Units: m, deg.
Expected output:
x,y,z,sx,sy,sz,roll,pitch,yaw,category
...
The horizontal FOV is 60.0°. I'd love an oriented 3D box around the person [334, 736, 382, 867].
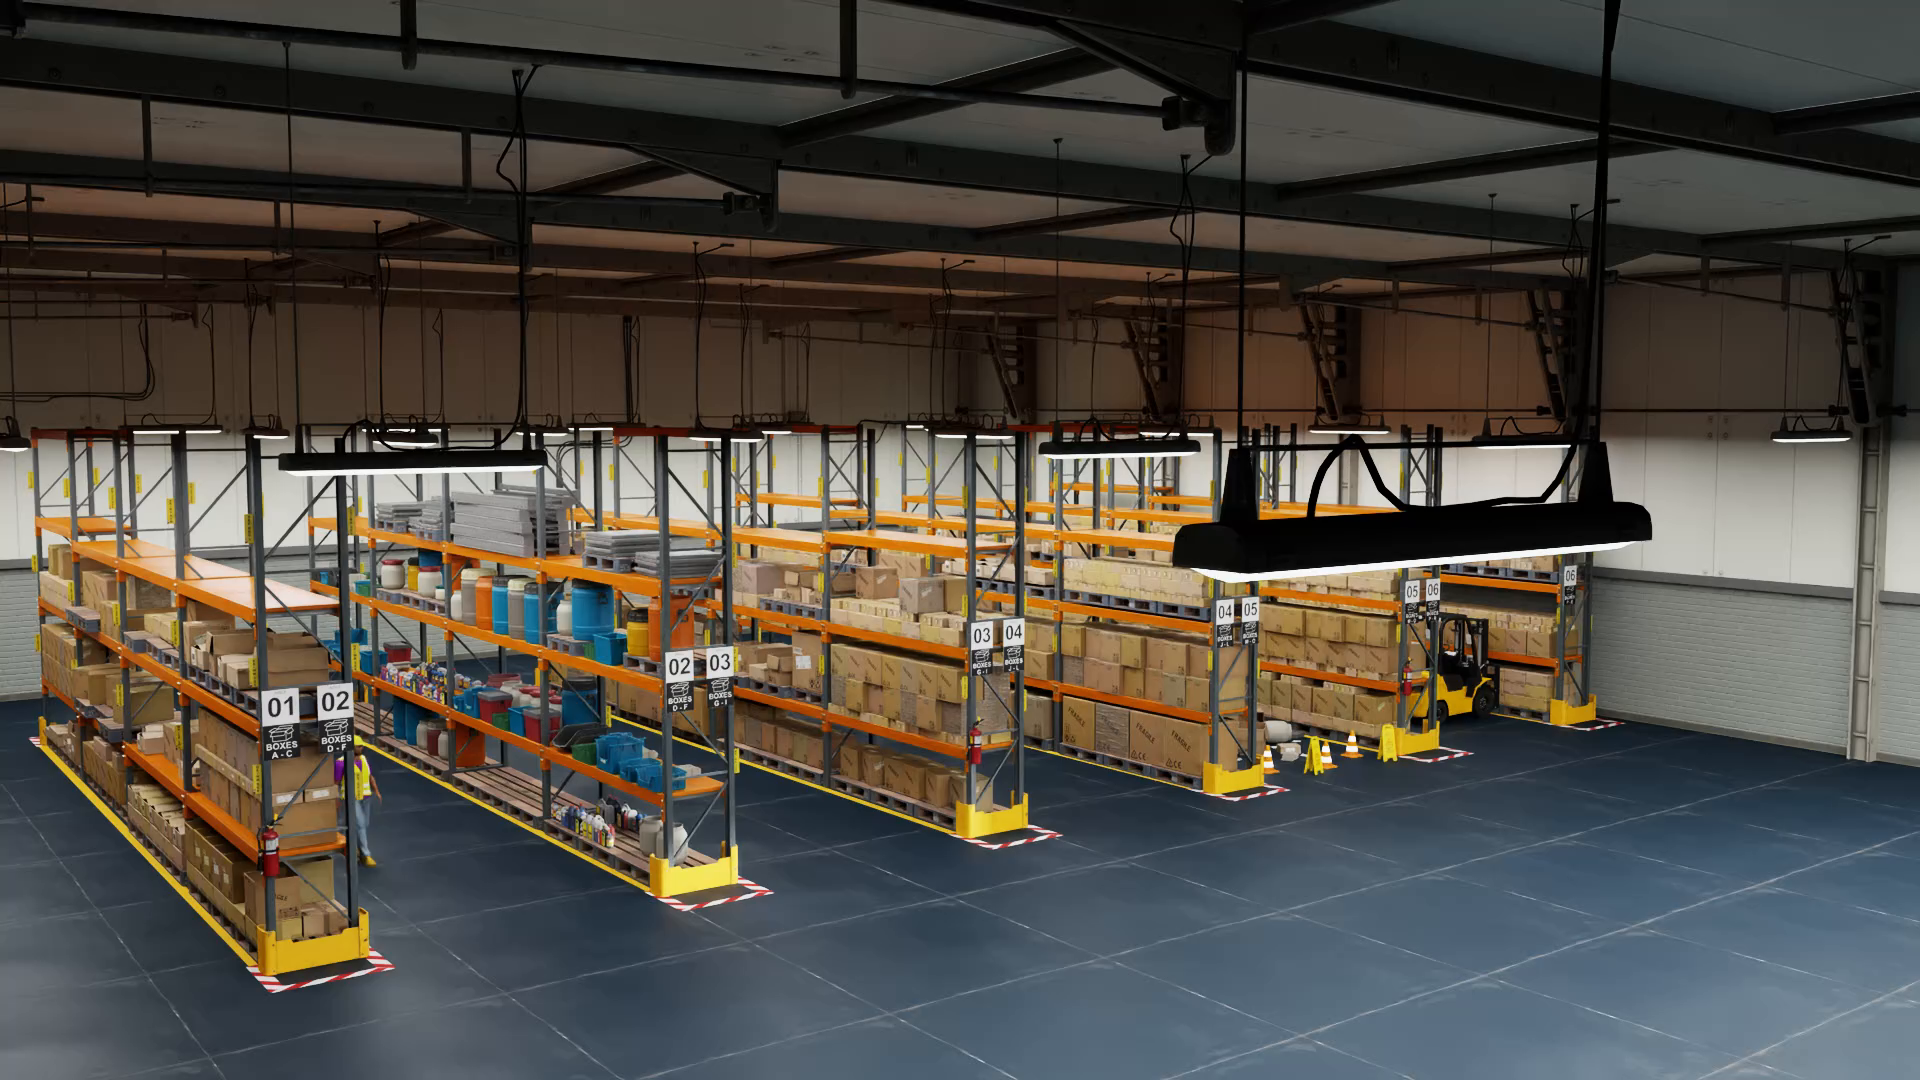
x,y,z,sx,sy,sz,roll,pitch,yaw,category
-8.364,3.642,23.310,0.781,1.761,0.600,3,5,29,person
